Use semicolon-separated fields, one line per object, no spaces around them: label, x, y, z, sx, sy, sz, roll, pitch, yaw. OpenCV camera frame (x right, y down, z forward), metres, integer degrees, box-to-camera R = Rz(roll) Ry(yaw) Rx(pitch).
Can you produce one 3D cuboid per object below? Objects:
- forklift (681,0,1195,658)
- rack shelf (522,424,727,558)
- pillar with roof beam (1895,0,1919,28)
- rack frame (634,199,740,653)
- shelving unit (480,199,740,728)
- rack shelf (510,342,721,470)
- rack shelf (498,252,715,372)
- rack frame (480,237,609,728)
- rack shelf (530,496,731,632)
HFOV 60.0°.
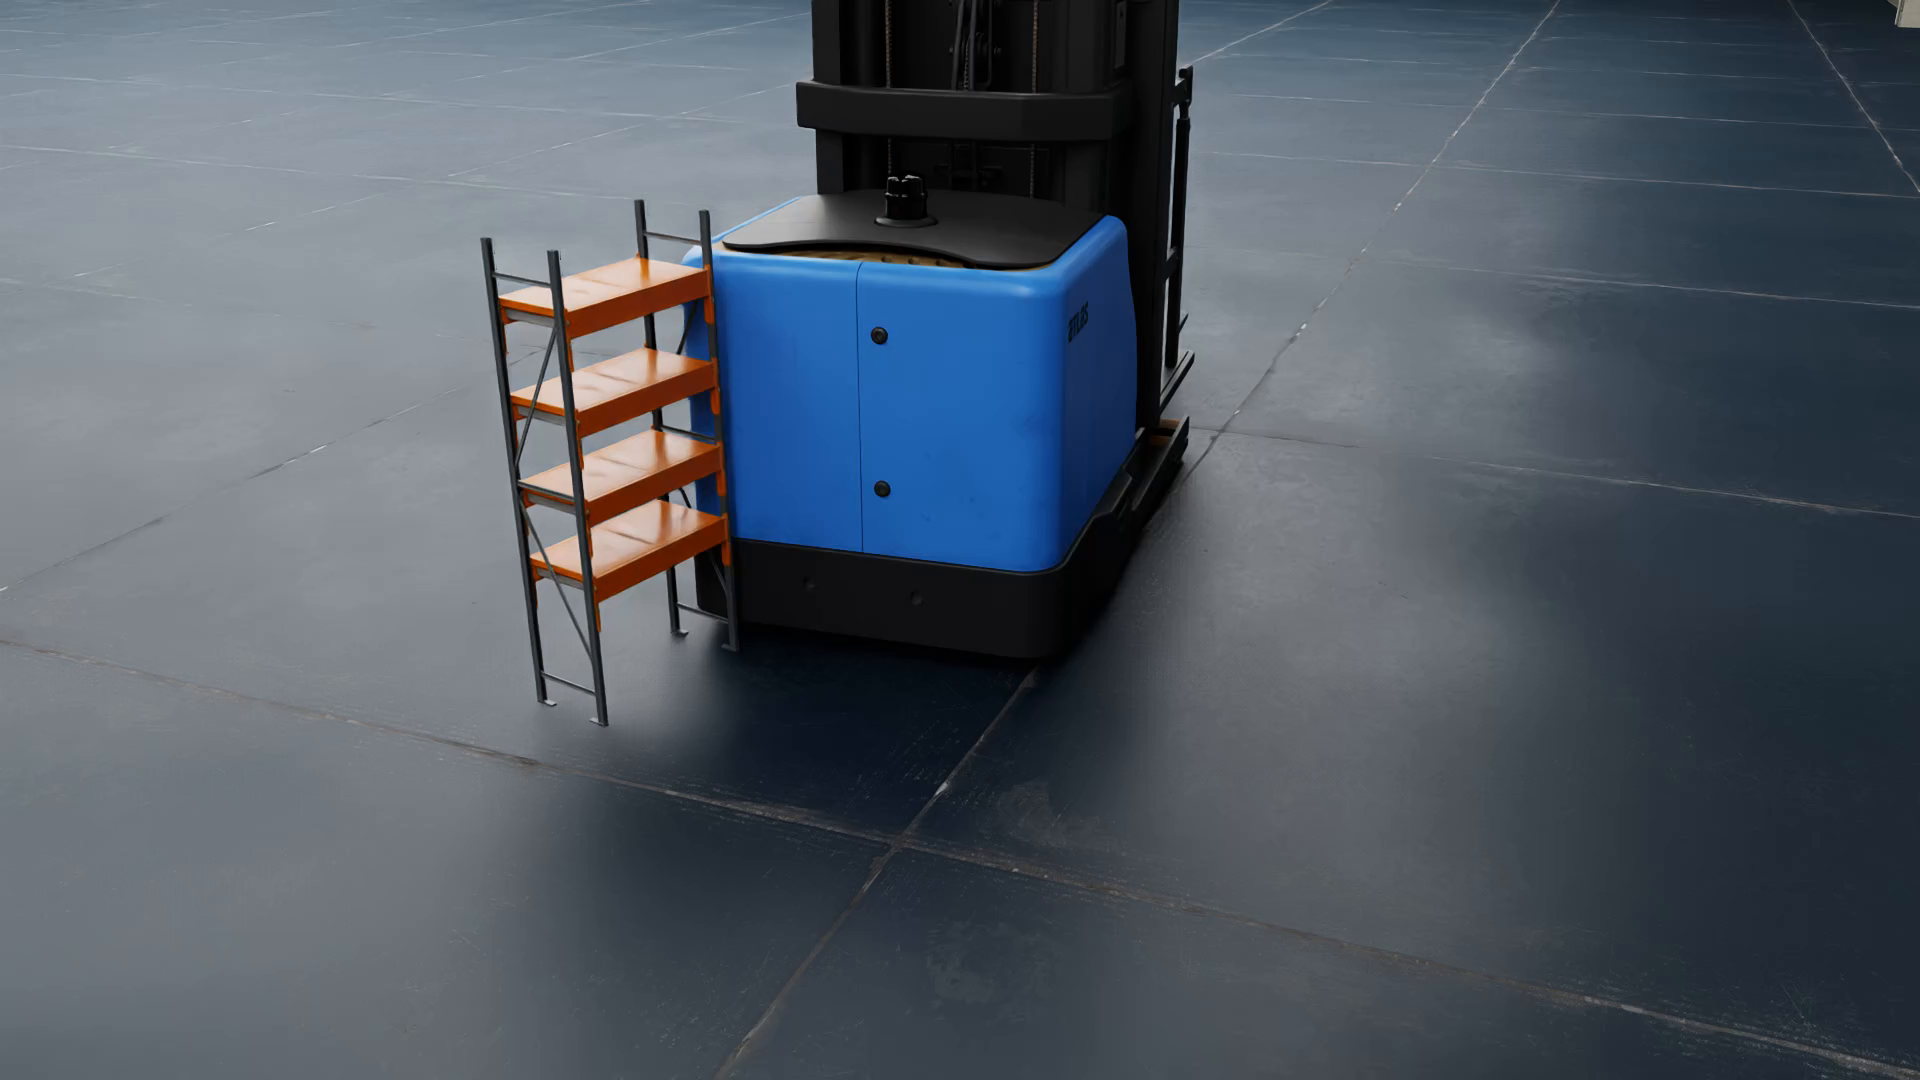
forklift;0.183;-1.584;5.240;1.130;2.935;3.031;7;24;16
rack shelf;-0.844;-0.132;4.173;0.258;0.148;0.480;15;28;32
pillar with roof beam;7.554;-11.017;19.949;9.100;9.000;0.400;9;24;20
rack frame;-0.706;-0.274;4.330;0.240;1.200;0.015;15;28;32
shelving unit;-0.845;-0.194;4.146;0.258;1.200;0.503;15;28;32
rack shelf;-0.846;-0.337;4.084;0.258;0.148;0.480;15;28;32
rack shelf;-0.848;-0.554;3.990;0.258;0.148;0.480;15;28;32
rack frame;-0.983;-0.113;3.963;0.240;1.200;0.015;15;28;32
rack shelf;-0.842;0.050;4.252;0.258;0.148;0.480;15;28;32
